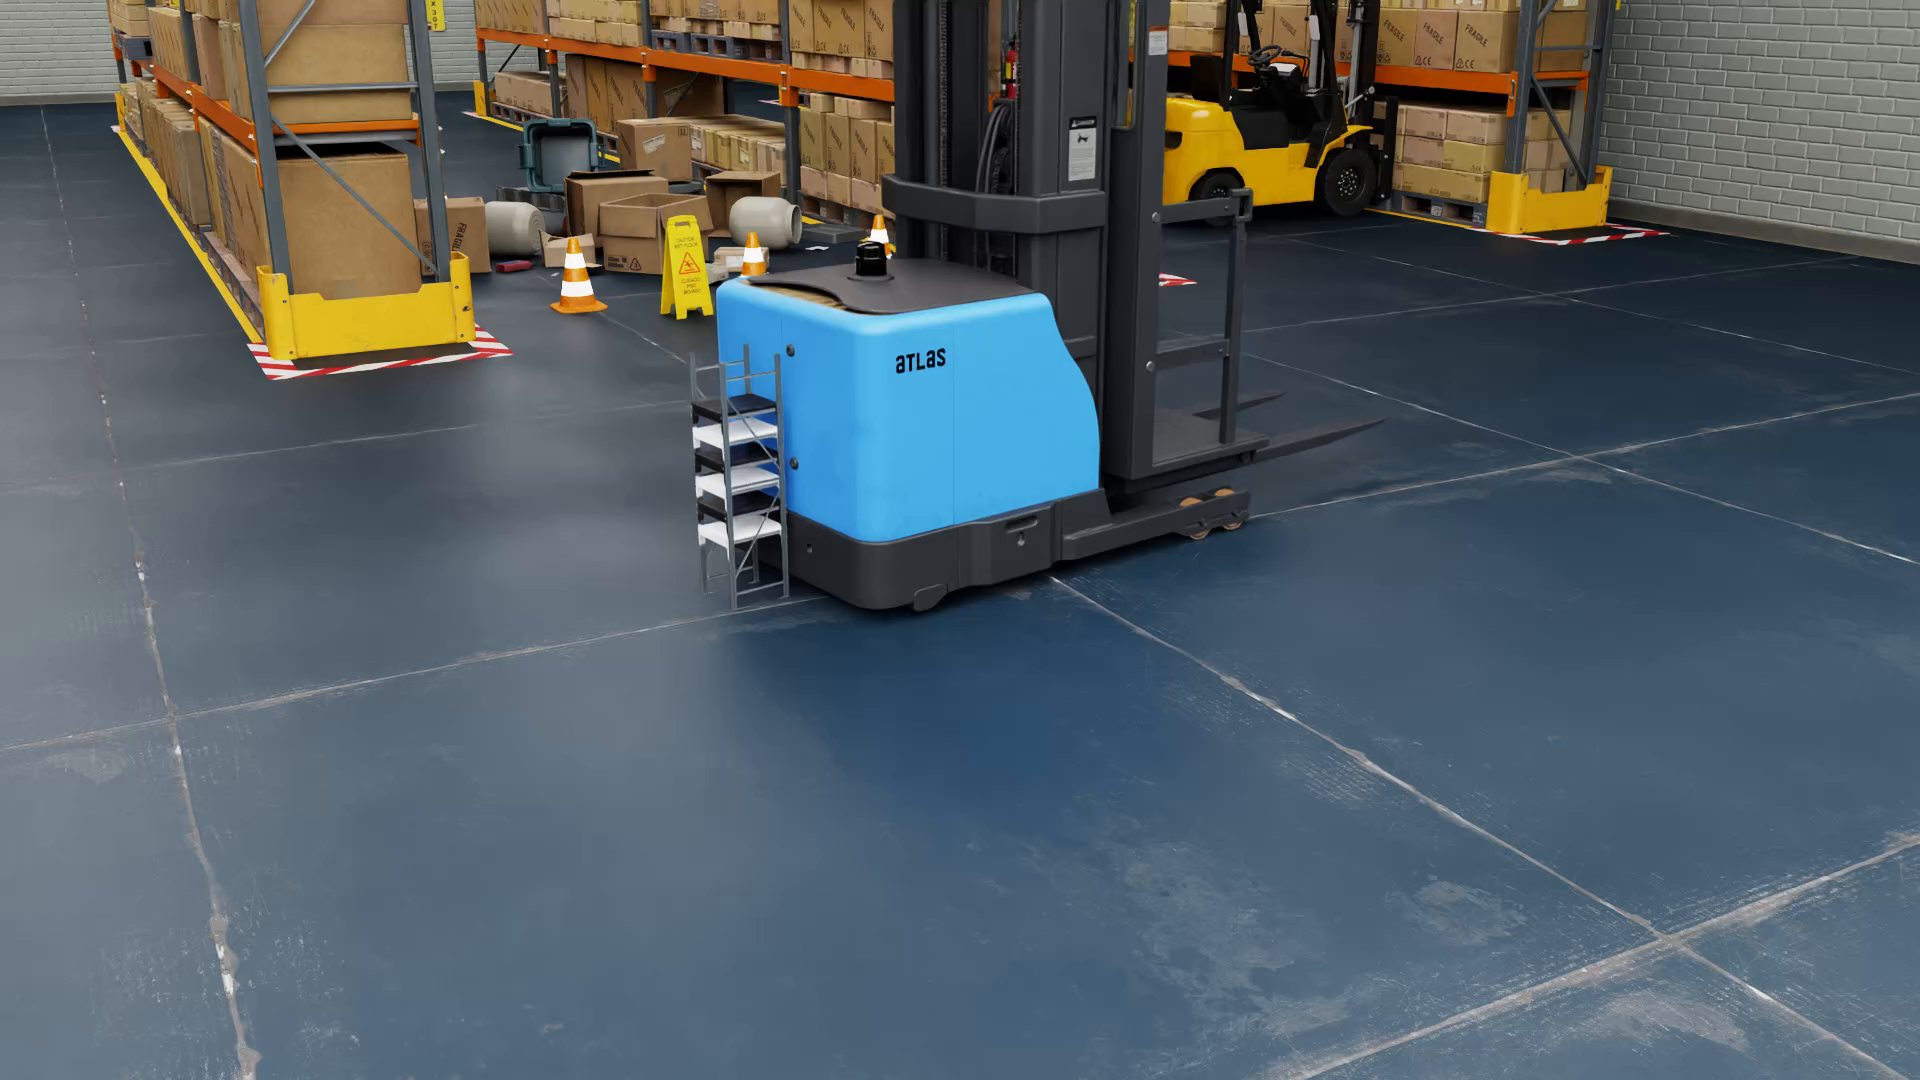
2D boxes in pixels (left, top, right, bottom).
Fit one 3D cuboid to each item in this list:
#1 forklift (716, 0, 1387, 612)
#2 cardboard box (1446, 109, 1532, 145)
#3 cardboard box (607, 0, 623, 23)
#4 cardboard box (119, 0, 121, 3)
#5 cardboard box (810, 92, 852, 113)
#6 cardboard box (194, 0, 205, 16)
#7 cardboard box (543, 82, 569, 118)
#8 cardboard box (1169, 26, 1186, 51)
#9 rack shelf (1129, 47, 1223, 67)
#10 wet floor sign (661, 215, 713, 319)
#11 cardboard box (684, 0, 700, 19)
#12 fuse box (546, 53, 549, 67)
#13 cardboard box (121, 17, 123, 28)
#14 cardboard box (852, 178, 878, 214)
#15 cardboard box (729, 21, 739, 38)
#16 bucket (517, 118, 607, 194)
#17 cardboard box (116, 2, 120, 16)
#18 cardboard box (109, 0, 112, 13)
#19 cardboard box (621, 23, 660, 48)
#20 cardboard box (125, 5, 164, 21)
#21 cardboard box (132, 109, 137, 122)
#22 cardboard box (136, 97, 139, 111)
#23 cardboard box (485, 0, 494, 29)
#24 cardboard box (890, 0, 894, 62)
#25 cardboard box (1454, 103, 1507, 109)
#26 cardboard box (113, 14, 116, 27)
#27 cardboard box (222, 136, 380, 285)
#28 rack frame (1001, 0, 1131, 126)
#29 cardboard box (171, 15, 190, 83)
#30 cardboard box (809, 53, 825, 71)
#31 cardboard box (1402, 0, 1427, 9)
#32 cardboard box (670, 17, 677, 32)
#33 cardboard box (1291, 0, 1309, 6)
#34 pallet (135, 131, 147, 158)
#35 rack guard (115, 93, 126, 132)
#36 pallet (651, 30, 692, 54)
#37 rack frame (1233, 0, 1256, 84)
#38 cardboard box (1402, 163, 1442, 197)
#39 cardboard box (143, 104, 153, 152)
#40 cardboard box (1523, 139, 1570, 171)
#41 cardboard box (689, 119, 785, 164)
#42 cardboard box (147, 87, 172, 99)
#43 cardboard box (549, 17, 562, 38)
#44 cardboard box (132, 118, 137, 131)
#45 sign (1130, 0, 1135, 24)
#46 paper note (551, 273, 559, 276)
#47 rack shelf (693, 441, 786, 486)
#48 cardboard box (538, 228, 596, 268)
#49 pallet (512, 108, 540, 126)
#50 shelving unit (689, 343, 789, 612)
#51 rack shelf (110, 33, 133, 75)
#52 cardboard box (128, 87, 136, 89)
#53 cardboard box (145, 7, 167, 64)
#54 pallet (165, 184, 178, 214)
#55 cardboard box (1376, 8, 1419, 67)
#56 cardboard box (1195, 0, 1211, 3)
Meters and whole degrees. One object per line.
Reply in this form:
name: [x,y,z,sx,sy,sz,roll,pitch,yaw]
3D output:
forklift: [0.554,-1.506,6.503,3.031,2.935,1.130,-15,24,-36]
cardboard box: [4.631,-3.622,14.569,0.500,0.250,0.500,-9,21,-25]
cardboard box: [-3.742,-6.105,19.189,0.500,0.250,0.500,-11,22,-28]
cardboard box: [-8.467,-5.622,17.156,0.380,0.149,0.250,-10,21,-27]
cardboard box: [-1.093,-3.849,14.614,0.380,0.149,0.250,-10,21,-26]
cardboard box: [-4.806,-3.903,11.460,0.875,0.550,0.550,-10,21,-27]
cardboard box: [-5.144,-6.026,22.780,0.875,0.438,0.875,-10,22,-27]
cardboard box: [2.512,-5.492,18.178,0.500,0.250,0.500,-10,21,-27]
rack shelf: [2.275,-5.549,19.217,1.077,0.370,4.000,-10,21,-27]
wet floor sign: [-1.794,-1.787,10.820,0.267,0.644,0.232,-14,24,-36]
cardboard box: [-2.520,-5.615,17.052,0.500,0.500,0.500,-10,21,-26]
fuse box: [-7.620,-9.280,30.900,0.539,1.711,0.414,-10,21,-27]
cardboard box: [-8.593,-5.417,17.473,0.380,0.149,0.250,-9,21,-25]
cardboard box: [-0.582,-2.929,14.094,0.500,0.250,0.500,-10,22,-27]
cardboard box: [-2.017,-4.949,16.118,0.380,0.149,0.250,-10,21,-26]
bucket: [-3.357,-3.239,14.107,0.726,0.611,0.620,-3,9,-8]
cardboard box: [-8.722,-5.633,17.644,0.380,0.149,0.250,-10,22,-28]
cardboard box: [-9.467,-6.082,18.944,0.380,0.149,0.250,-10,21,-26]
cardboard box: [-3.510,-5.728,18.861,0.500,0.250,0.500,-11,22,-29]
cardboard box: [-7.985,-5.189,16.357,0.380,0.149,0.250,-9,21,-26]
cardboard box: [-9.961,-5.229,20.456,0.380,0.149,0.250,-11,22,-29]
cardboard box: [-9.803,-5.307,20.228,0.380,0.149,0.250,-10,21,-26]
cardboard box: [-6.600,-7.714,24.235,0.500,0.500,0.500,-10,22,-27]
cardboard box: [-0.211,-3.987,12.977,0.500,0.500,0.500,-10,21,-27]
cardboard box: [4.822,-3.848,15.224,0.500,0.250,0.500,-10,21,-27]
cardboard box: [-9.330,-5.863,18.765,0.380,0.149,0.250,-10,21,-26]
cardboard box: [-4.351,-2.232,11.115,0.875,0.875,0.875,-10,22,-28]
rack frame: [0.758,-3.397,11.877,1.000,3.000,0.127,-10,21,-27]
cardboard box: [-5.933,-3.905,13.197,0.500,0.500,0.500,-10,21,-27]
cardboard box: [-1.109,-4.222,14.653,0.380,0.149,0.250,-9,21,-25]
cardboard box: [4.220,-4.872,15.004,0.380,0.149,0.250,-11,22,-28]
cardboard box: [-2.856,-5.479,17.653,0.380,0.149,0.250,-12,22,-30]
cardboard box: [3.469,-5.310,16.273,0.380,0.149,0.250,-9,21,-25]
pallet: [-9.599,-4.915,20.552,1.003,0.211,1.213,-10,21,-27]
rack guard: [-11.112,-5.991,23.227,1.175,0.500,0.348,-10,21,-27]
pallet: [-2.609,-5.415,18.019,1.213,0.211,1.003,-10,21,-27]
rack frame: [3.225,-5.315,17.436,1.000,3.000,0.127,-10,21,-27]
cardboard box: [4.395,-3.296,15.156,0.500,0.250,0.500,-10,21,-27]
cardboard box: [-8.879,-4.658,18.720,0.500,0.500,0.500,-9,21,-24]
cardboard box: [5.084,-3.469,14.891,0.500,0.250,0.500,-10,21,-26]
cardboard box: [-2.424,-4.276,17.808,0.950,0.372,0.625,-10,22,-28]
cardboard box: [-8.154,-4.568,17.310,0.500,0.250,0.500,-10,21,-26]
cardboard box: [-4.964,-6.604,21.400,0.500,0.250,0.500,-11,22,-28]
cardboard box: [-10.227,-5.254,20.985,0.380,0.149,0.250,-10,21,-27]
sign: [1.235,-3.890,11.980,0.100,0.325,0.005,-10,21,-27]
paper note: [-2.999,-1.967,12.318,0.032,0.001,0.123,1,19,2]
rack shelf: [-0.779,-0.274,5.873,0.258,0.077,0.200,-15,24,-36]
cardboard box: [-3.013,-2.249,12.742,0.396,0.266,0.258,-6,20,-17]
pallet: [-5.816,-6.105,23.999,1.003,0.211,1.213,-10,21,-27]
shelving unit: [-0.779,-0.221,5.892,0.258,0.900,0.210,-15,24,-36]
rack shelf: [-10.199,-6.280,21.336,1.077,0.370,4.000,-10,21,-27]
cardboard box: [-10.764,-5.912,21.982,0.380,0.149,0.250,-11,22,-29]
cardboard box: [-7.374,-4.774,15.716,0.500,0.500,0.500,-10,21,-26]
pallet: [-7.042,-3.342,15.992,1.003,0.211,1.213,-10,21,-27]
cardboard box: [4.178,-4.612,15.246,0.500,0.500,0.500,-10,22,-28]
cardboard box: [2.729,-5.804,17.705,0.380,0.149,0.250,-10,22,-27]
